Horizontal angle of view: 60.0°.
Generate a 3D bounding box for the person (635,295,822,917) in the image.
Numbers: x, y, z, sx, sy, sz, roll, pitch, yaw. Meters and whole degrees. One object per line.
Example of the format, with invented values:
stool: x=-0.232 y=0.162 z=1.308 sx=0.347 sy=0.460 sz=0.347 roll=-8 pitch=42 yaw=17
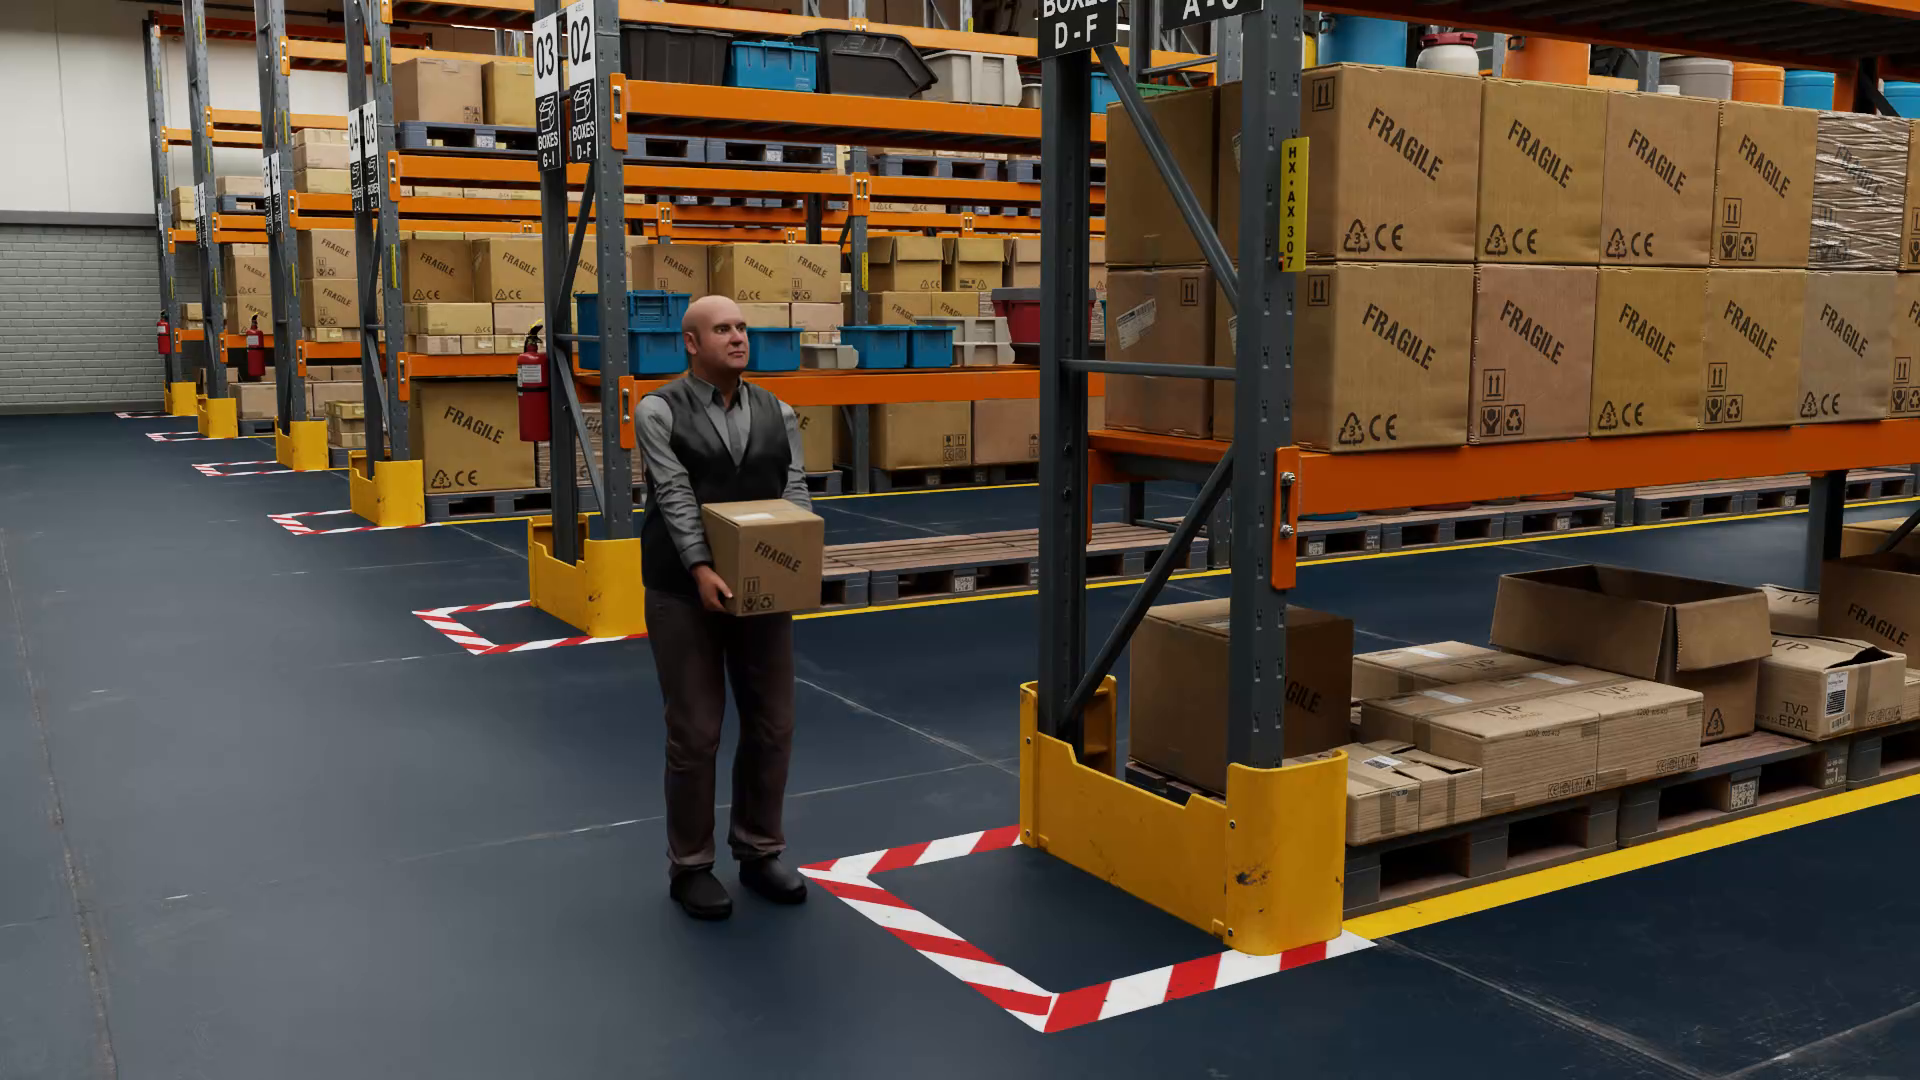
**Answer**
person: x=-0.621 y=0.178 z=4.680 sx=0.495 sy=1.716 sz=0.554 roll=-5 pitch=10 yaw=-32
